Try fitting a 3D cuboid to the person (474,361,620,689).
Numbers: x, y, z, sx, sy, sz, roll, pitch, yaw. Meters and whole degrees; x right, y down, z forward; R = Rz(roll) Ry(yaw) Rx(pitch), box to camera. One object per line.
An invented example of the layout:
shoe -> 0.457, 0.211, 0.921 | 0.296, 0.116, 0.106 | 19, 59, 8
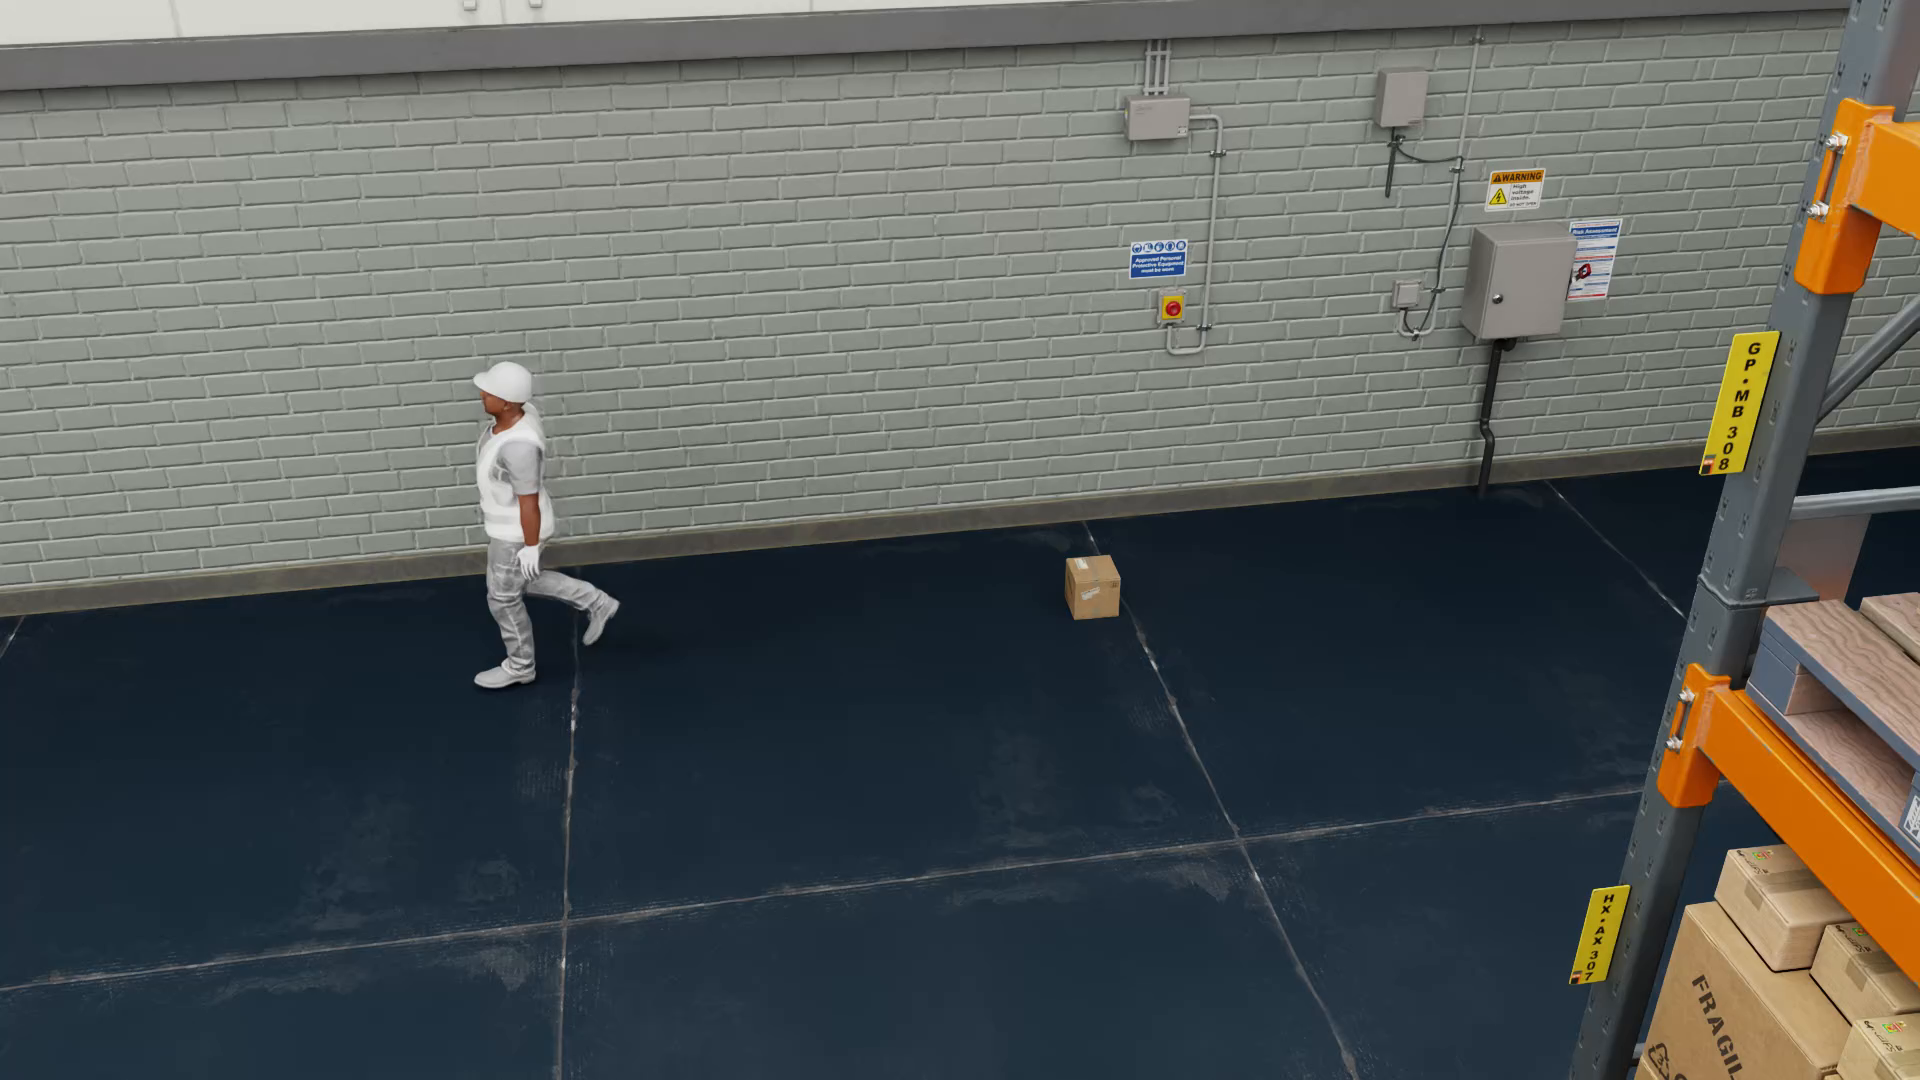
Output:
person -> -2.132, -0.087, 8.247 | 0.773, 1.763, 0.562 | -7, 31, -12
